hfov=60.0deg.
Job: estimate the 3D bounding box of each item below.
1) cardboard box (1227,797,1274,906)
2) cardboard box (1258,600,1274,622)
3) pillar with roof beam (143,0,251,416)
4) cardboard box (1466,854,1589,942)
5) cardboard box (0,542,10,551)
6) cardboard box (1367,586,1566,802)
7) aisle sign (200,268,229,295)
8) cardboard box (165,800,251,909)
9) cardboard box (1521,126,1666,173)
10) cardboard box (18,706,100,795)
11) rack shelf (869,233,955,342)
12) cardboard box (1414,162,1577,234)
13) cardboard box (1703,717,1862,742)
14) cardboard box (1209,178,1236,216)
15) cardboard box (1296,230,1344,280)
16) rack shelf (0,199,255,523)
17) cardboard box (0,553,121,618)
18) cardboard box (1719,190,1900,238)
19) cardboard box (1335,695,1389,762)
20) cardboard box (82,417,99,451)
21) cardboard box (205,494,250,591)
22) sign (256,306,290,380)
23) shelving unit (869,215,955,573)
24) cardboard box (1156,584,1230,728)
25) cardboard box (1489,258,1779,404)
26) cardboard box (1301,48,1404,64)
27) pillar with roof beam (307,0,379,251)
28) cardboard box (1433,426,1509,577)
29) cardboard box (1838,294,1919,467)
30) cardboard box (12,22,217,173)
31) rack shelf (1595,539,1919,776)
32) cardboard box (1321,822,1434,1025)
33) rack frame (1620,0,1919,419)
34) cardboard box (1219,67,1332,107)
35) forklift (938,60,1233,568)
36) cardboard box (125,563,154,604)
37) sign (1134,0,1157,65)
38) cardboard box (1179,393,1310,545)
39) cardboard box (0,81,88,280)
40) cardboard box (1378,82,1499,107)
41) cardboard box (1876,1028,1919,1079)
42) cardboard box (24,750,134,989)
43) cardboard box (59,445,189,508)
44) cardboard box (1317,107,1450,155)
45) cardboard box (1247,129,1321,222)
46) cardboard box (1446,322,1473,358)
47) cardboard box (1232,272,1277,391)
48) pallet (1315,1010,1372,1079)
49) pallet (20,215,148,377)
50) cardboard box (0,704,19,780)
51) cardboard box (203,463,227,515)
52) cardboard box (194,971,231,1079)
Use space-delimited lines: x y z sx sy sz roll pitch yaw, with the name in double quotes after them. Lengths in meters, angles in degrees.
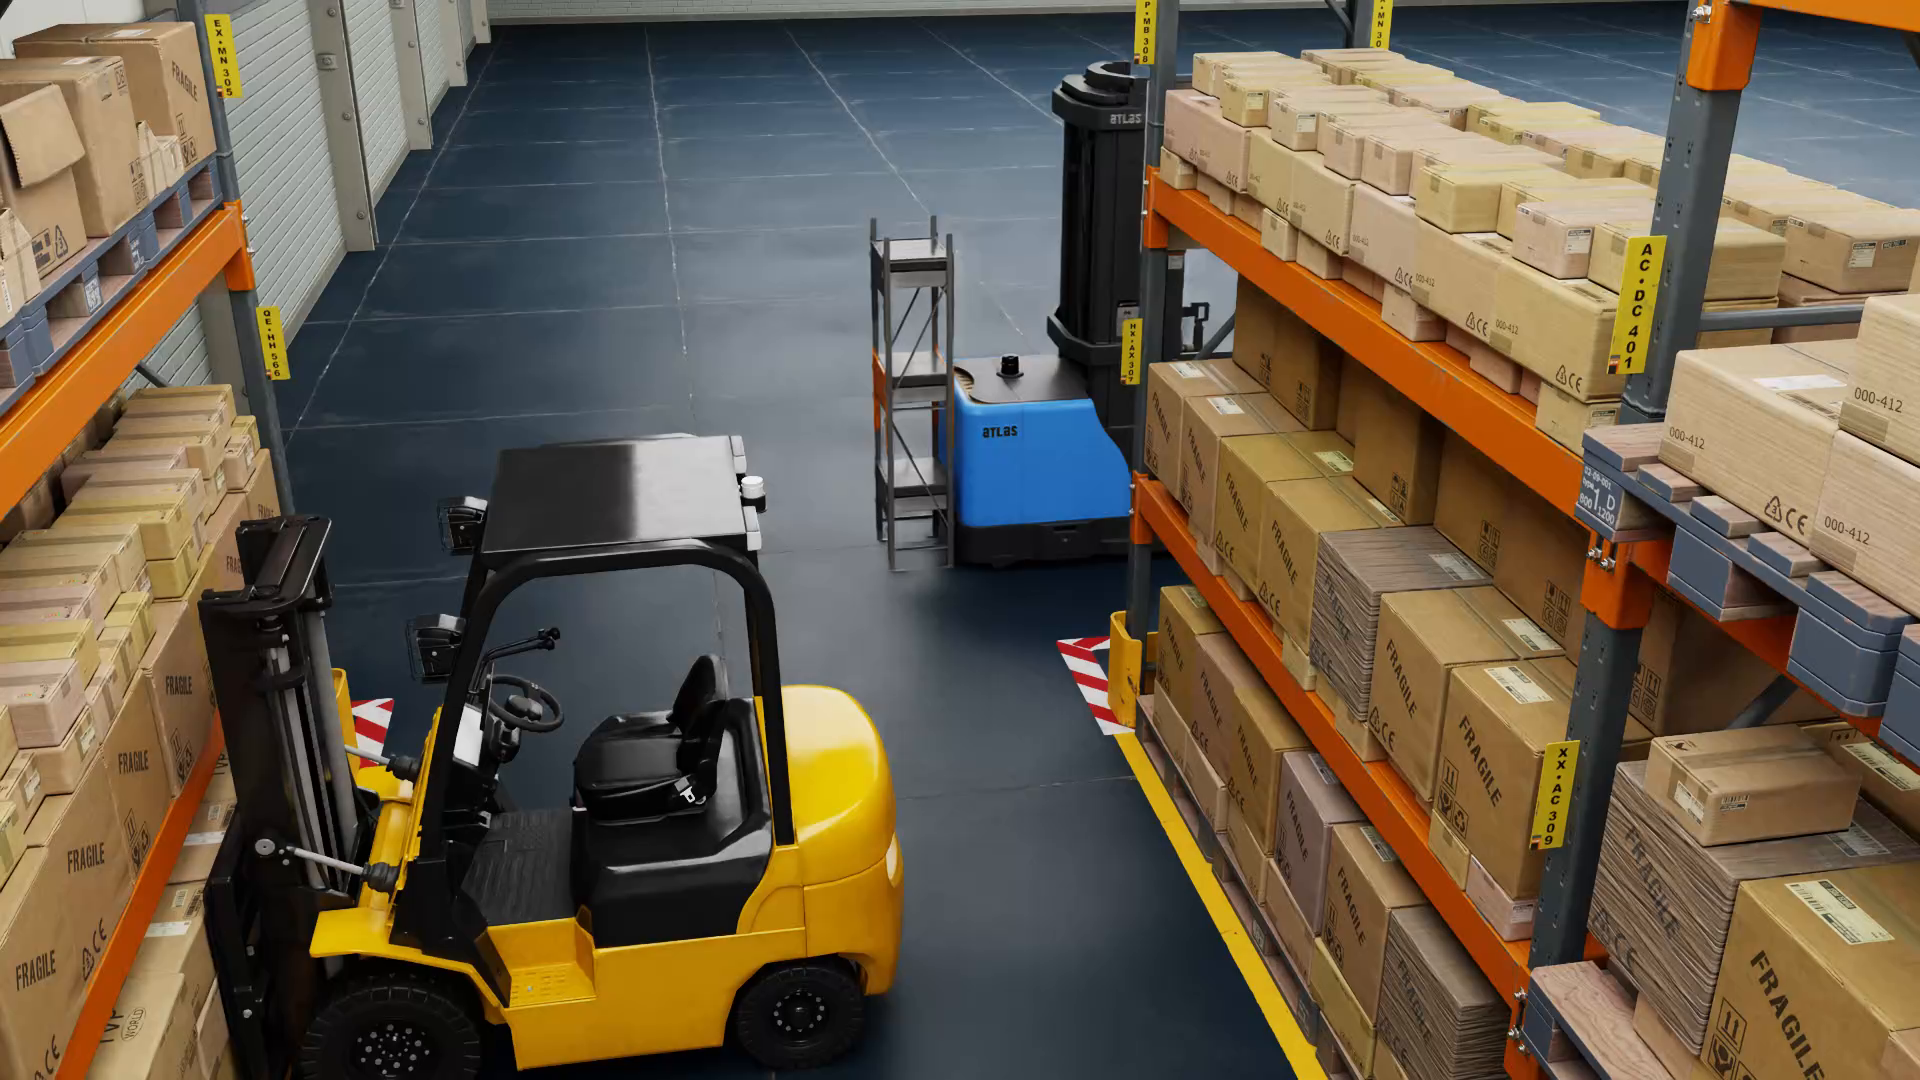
1.438 1.274 6.995 0.500 0.250 0.500 -3 24 -6 "cardboard box"
1.440 0.229 6.793 0.380 0.149 0.250 -3 24 -8 "cardboard box"
-1.153 -5.265 11.561 9.100 9.000 0.400 -4 24 -10 "pillar with roof beam"
1.741 1.038 4.938 0.380 0.149 0.250 -5 24 -10 "cardboard box"
-3.594 0.038 5.980 0.380 0.149 0.250 -4 24 -9 "cardboard box"
1.672 0.487 5.391 0.500 0.500 0.500 -4 24 -8 "cardboard box"
-3.240 -1.416 6.997 0.394 0.787 0.004 -4 24 -10 "aisle sign"
-2.836 1.188 5.943 0.500 0.250 0.500 -5 24 -11 "cardboard box"
2.068 -1.254 5.443 0.380 0.149 0.250 -5 24 -11 "cardboard box"
-2.675 0.603 4.685 0.380 0.149 0.250 -4 24 -9 "cardboard box"
-0.288 -1.501 9.848 0.431 0.518 0.480 -5 24 -11 "rack shelf"
1.566 -1.004 4.871 0.380 0.149 0.250 -4 24 -8 "cardboard box"
2.293 0.651 5.014 0.500 0.500 0.500 -4 24 -10 "cardboard box"
1.255 -1.448 6.883 0.380 0.149 0.250 -4 24 -8 "cardboard box"
1.434 -1.043 5.955 0.380 0.149 0.250 -5 24 -11 "cardboard box"
-3.147 -0.436 5.151 1.077 0.370 4.000 -4 24 -10 "rack shelf"
-2.924 0.172 5.302 0.380 0.149 0.250 -4 24 -10 "cardboard box"
2.286 -0.846 4.509 0.380 0.149 0.250 -4 24 -8 "cardboard box"
1.550 0.639 5.853 0.380 0.149 0.250 -5 24 -11 "cardboard box"
-3.677 -0.400 6.610 0.380 0.149 0.250 -3 24 -8 "cardboard box"
-3.081 0.156 6.521 0.500 0.500 0.500 -4 24 -8 "cardboard box"
-2.981 -0.851 7.209 0.100 0.325 0.005 -4 24 -10 "sign"
-0.288 -0.872 10.123 0.431 2.100 0.503 -5 24 -11 "shelving unit"
1.243 0.525 7.774 0.500 0.500 0.500 -5 24 -12 "cardboard box"
1.753 -0.569 4.374 0.500 0.250 0.500 -5 24 -10 "cardboard box"
1.713 -2.060 7.289 0.380 0.149 0.250 -4 24 -9 "cardboard box"
-2.262 -7.625 16.965 9.100 9.000 0.400 -4 24 -10 "pillar with roof beam"
2.093 -0.204 5.724 0.700 0.500 0.500 -5 24 -11 "cardboard box"
1.916 -0.245 2.855 0.500 0.250 0.500 -5 24 -11 "cardboard box"
-3.196 -1.680 6.327 0.500 0.500 0.500 -4 24 -8 "cardboard box"
2.470 0.769 2.393 1.077 0.370 4.000 -4 24 -10 "rack shelf"
1.631 1.338 5.912 0.500 0.500 0.500 -4 24 -9 "cardboard box"
2.100 -1.722 3.450 1.000 3.000 0.127 -4 24 -10 "rack frame"
1.274 -1.815 6.729 0.380 0.149 0.250 -4 24 -10 "cardboard box"
1.408 -1.443 10.392 3.031 2.935 1.130 -4 24 -10 "forklift"
-2.959 0.203 5.602 0.380 0.149 0.250 -4 24 -10 "cardboard box"
0.827 -2.281 7.385 0.100 0.325 0.005 -4 24 -10 "sign"
1.274 -0.318 7.234 0.500 0.500 0.500 -4 24 -8 "cardboard box"
-3.034 -1.038 4.853 0.797 0.503 0.637 -4 24 -8 "cardboard box"
1.823 -1.656 6.364 0.380 0.149 0.250 -4 24 -10 "cardboard box"
2.076 1.251 3.117 0.500 0.500 0.500 -4 24 -10 "cardboard box"
-2.715 0.953 4.696 0.500 0.500 0.500 -4 24 -9 "cardboard box"
-3.120 -0.232 6.227 0.380 0.149 0.250 -4 24 -9 "cardboard box"
1.476 -1.415 5.813 0.380 0.149 0.250 -4 24 -9 "cardboard box"
1.395 -1.371 6.209 0.500 0.250 0.500 -4 24 -8 "cardboard box"
1.710 -0.642 5.038 0.380 0.149 0.250 -5 24 -12 "cardboard box"
1.669 -1.002 7.550 0.700 0.500 0.500 -5 24 -11 "cardboard box"
1.941 2.044 5.807 1.003 0.211 1.213 -4 24 -10 "pallet"
-3.183 -0.751 5.083 1.003 0.211 1.213 -4 24 -10 "pallet"
-2.738 0.573 4.382 0.380 0.149 0.250 -5 24 -11 "cardboard box"
-3.113 -0.200 6.524 0.380 0.149 0.250 -4 24 -9 "cardboard box"
-2.740 1.625 5.568 0.500 0.250 0.500 -5 24 -10 "cardboard box"
